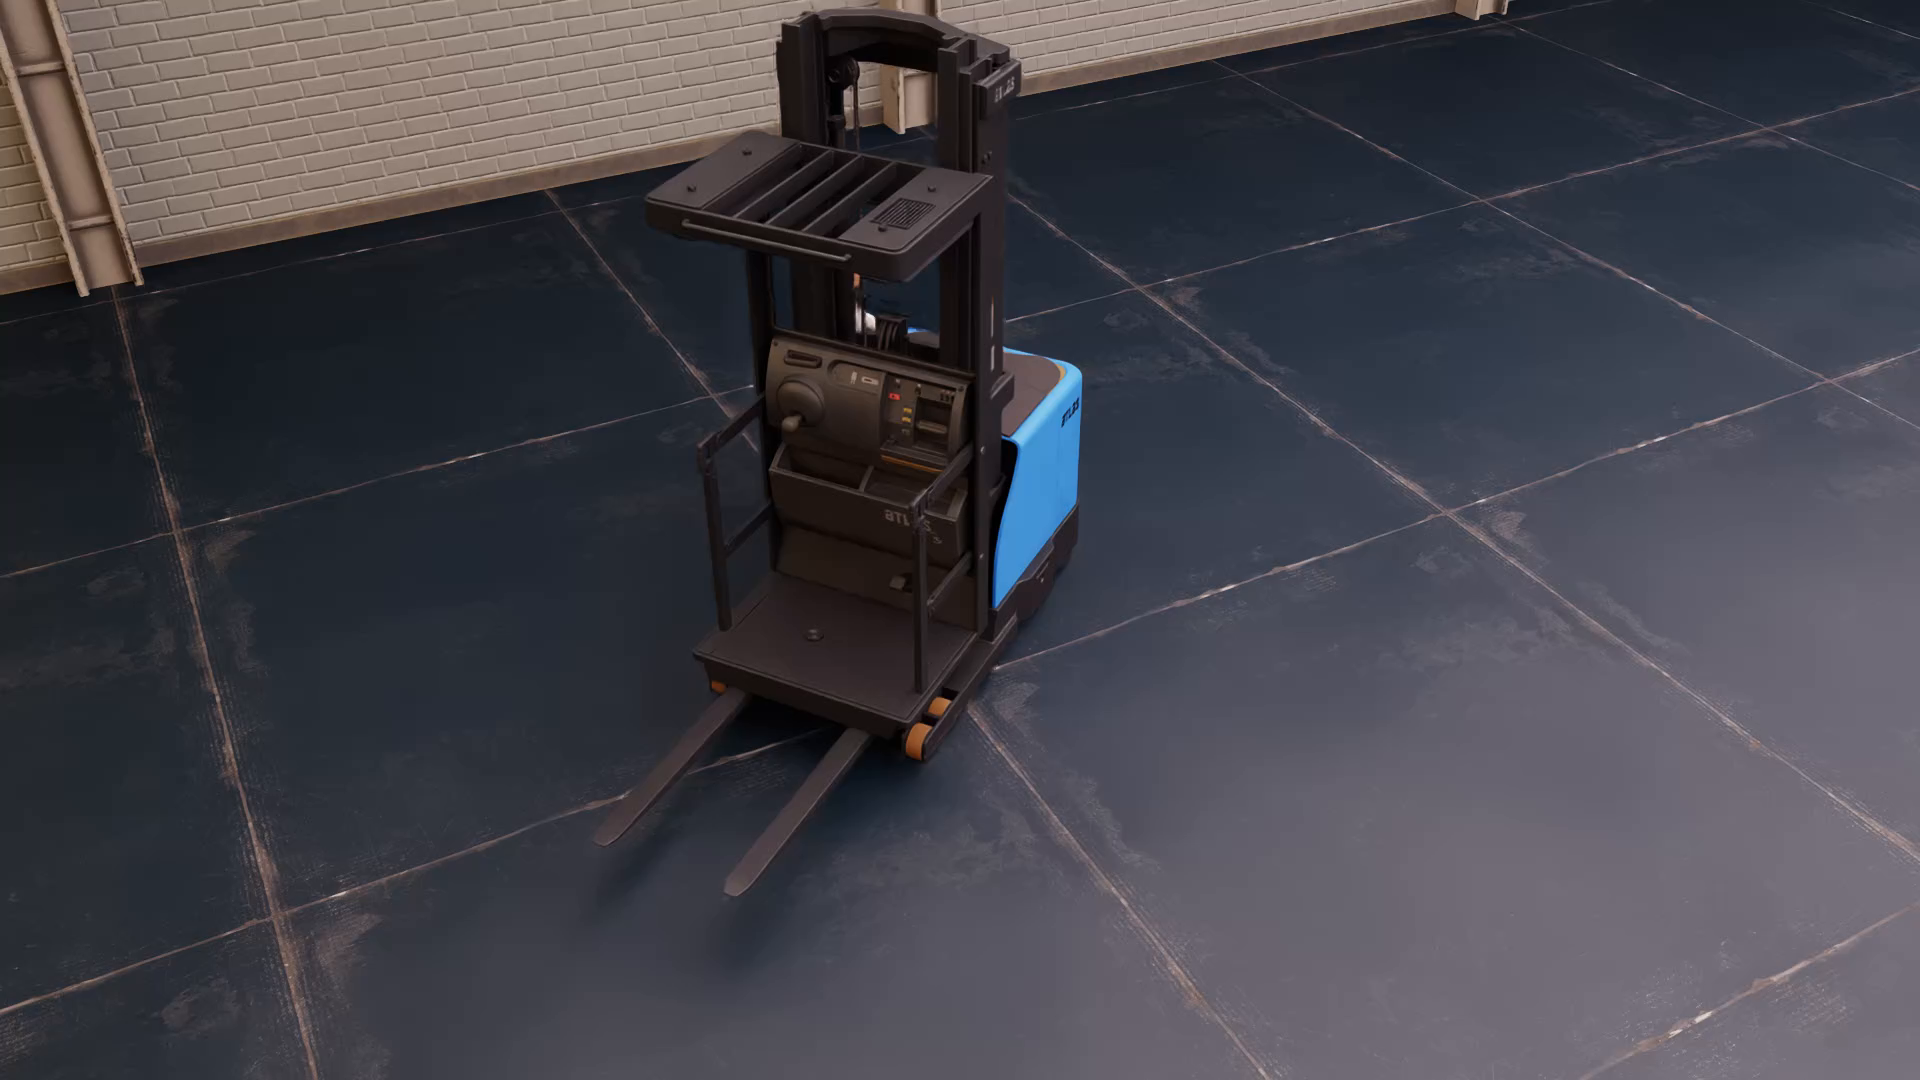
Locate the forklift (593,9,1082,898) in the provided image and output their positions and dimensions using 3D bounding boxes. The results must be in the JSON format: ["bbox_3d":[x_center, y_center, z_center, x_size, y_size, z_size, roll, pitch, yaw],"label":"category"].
[{"bbox_3d":[-0.494,-0.520,6.859,1.130,2.935,3.031,16,38,21],"label":"forklift"}]

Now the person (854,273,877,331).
[{"bbox_3d":[-0.369,-0.901,8.735,0.806,1.470,0.751,-7,36,-10],"label":"person"}]
